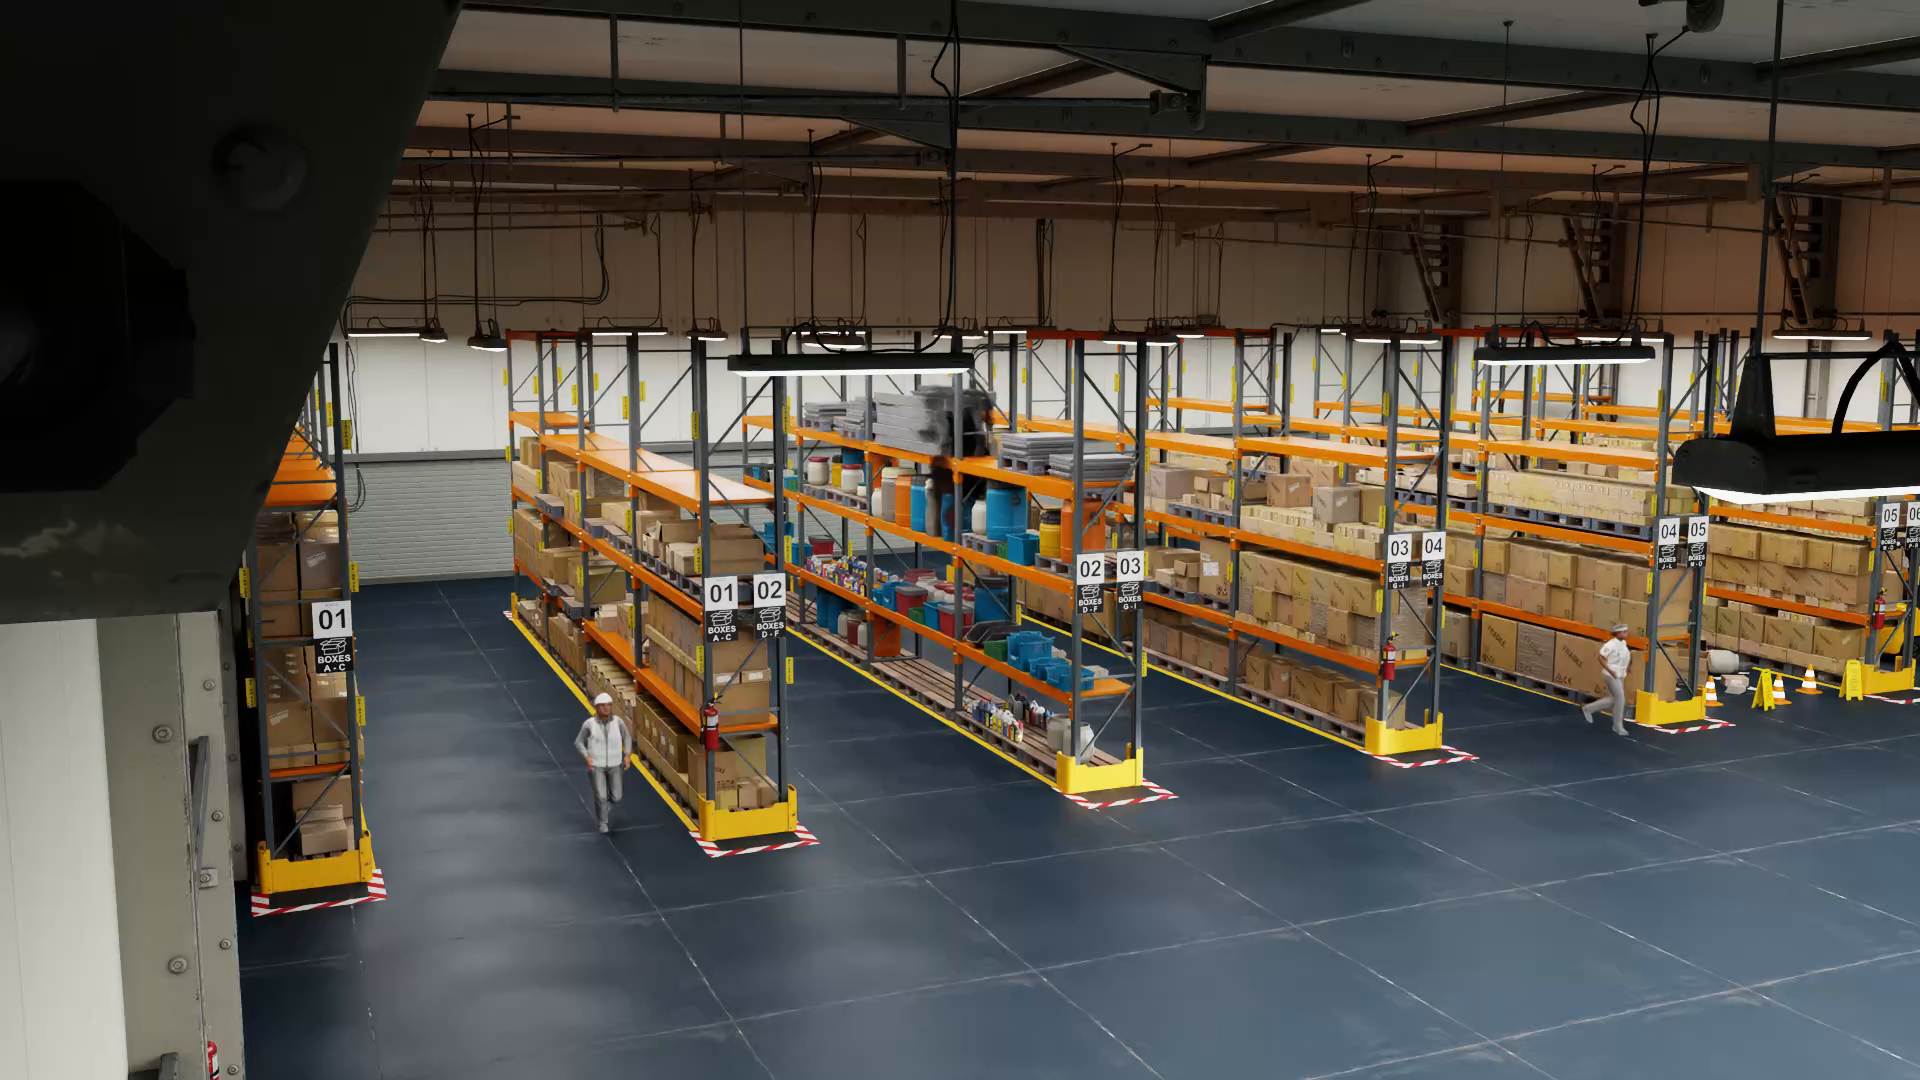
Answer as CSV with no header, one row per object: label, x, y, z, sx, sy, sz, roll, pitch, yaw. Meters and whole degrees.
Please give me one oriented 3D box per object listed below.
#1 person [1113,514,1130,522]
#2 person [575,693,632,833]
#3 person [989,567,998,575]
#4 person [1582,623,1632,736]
person,3.992,-0.168,41.613,0.581,1.694,0.793,-4,9,-28
person,-4.375,2.711,20.429,0.695,1.711,0.624,-3,8,-24
person,0.607,1.262,31.338,0.587,1.698,0.896,-4,9,-27
person,9.978,2.076,25.414,0.625,1.661,0.814,-7,11,-43
